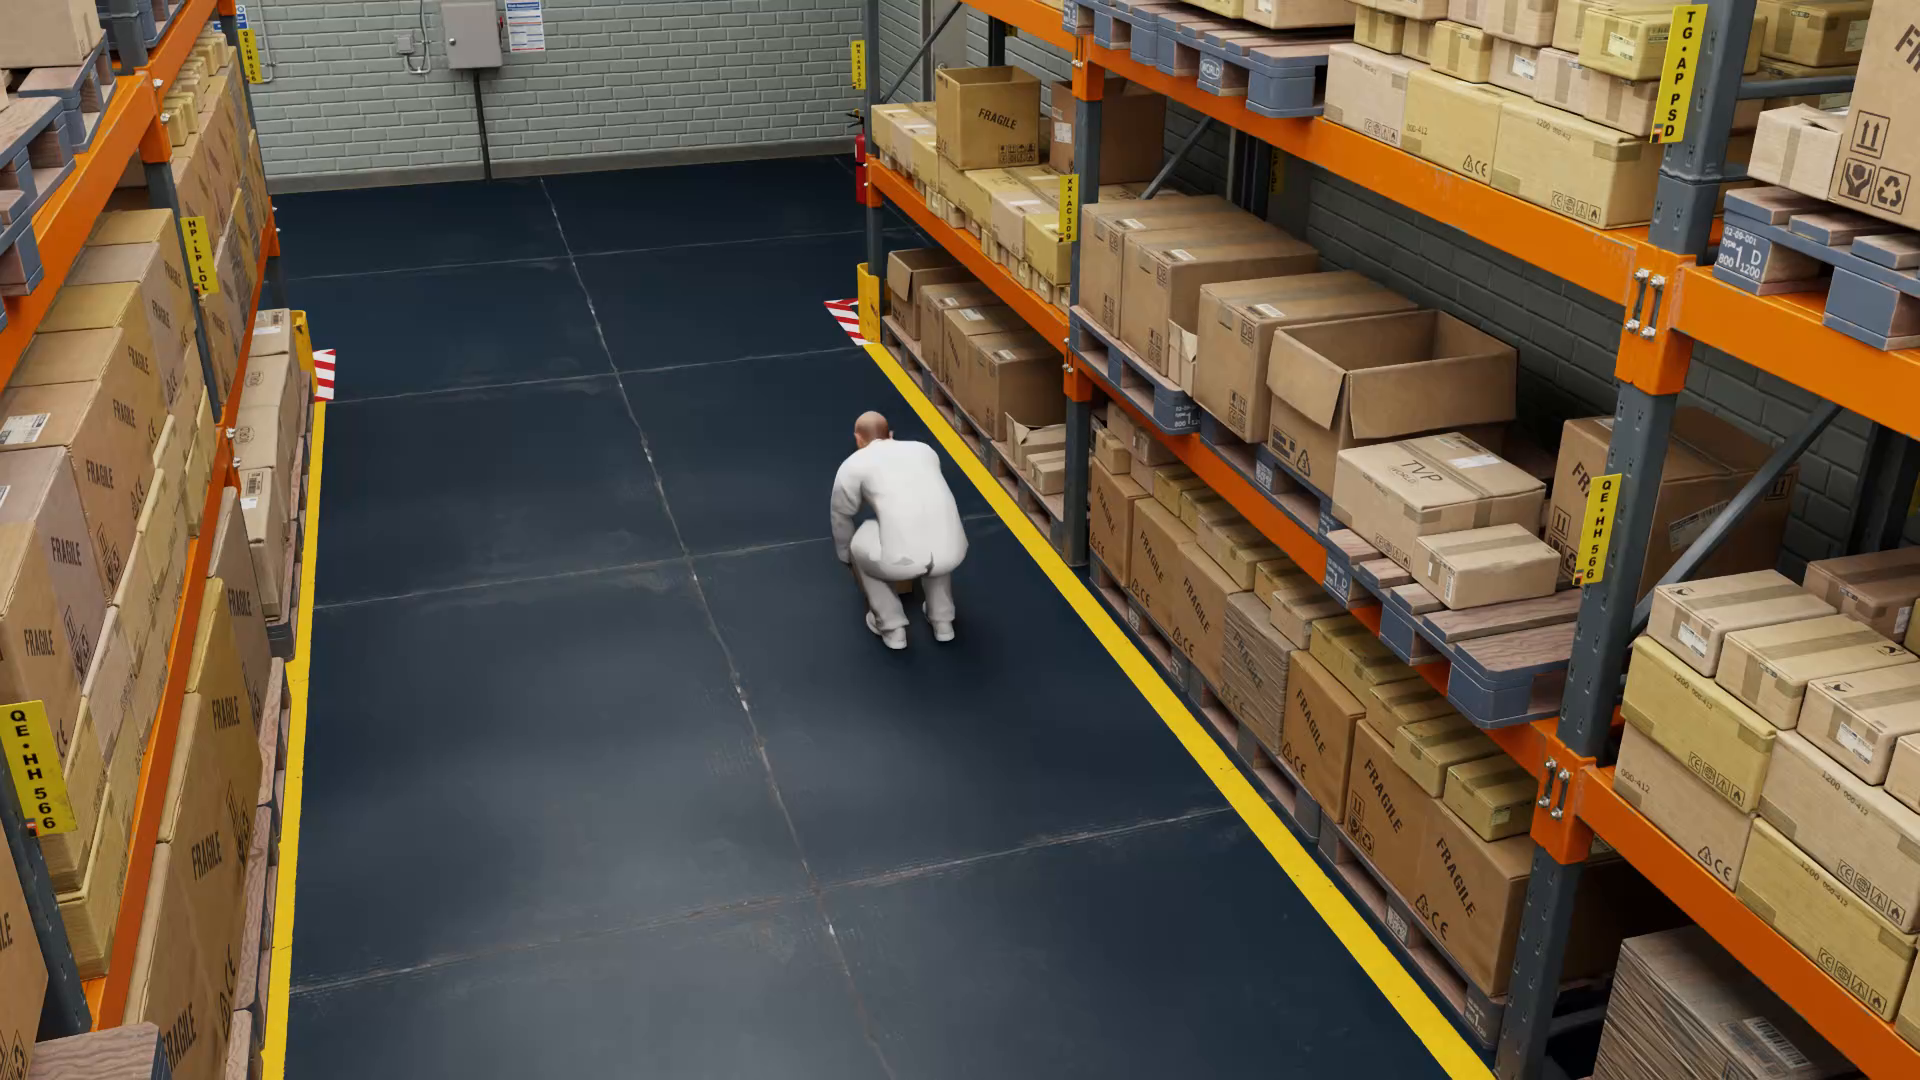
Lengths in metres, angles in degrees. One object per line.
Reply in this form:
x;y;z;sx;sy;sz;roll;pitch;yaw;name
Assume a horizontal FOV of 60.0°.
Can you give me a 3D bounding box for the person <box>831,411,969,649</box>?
-0.295;-0.041;8.125;0.611;0.981;0.898;-8;27;-16;person
